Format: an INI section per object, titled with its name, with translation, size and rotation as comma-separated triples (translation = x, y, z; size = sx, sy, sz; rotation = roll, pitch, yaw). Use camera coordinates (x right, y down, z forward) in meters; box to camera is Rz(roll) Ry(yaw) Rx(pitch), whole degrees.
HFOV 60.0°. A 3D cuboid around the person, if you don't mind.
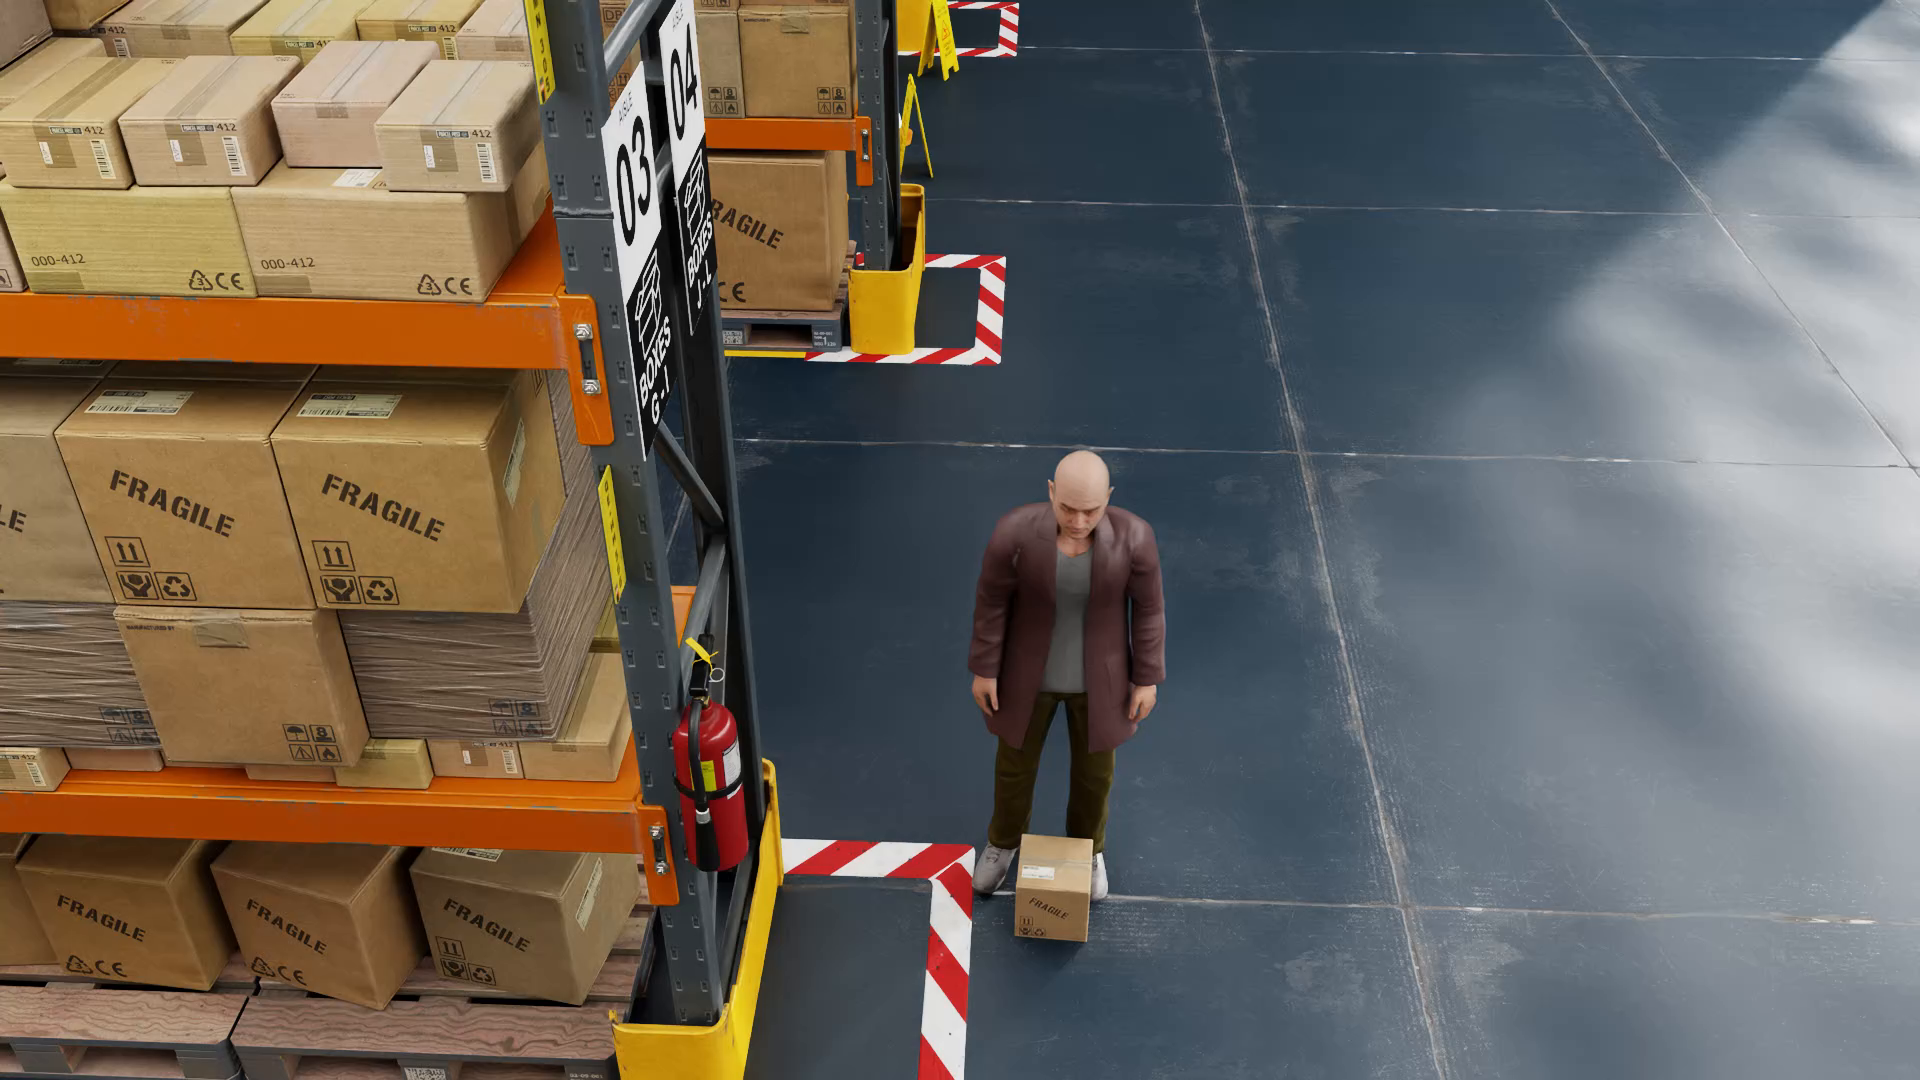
[person]
translation = 0.352, 0.445, 5.528
size = 0.656, 1.774, 0.416
rotation = 3, 35, 5
